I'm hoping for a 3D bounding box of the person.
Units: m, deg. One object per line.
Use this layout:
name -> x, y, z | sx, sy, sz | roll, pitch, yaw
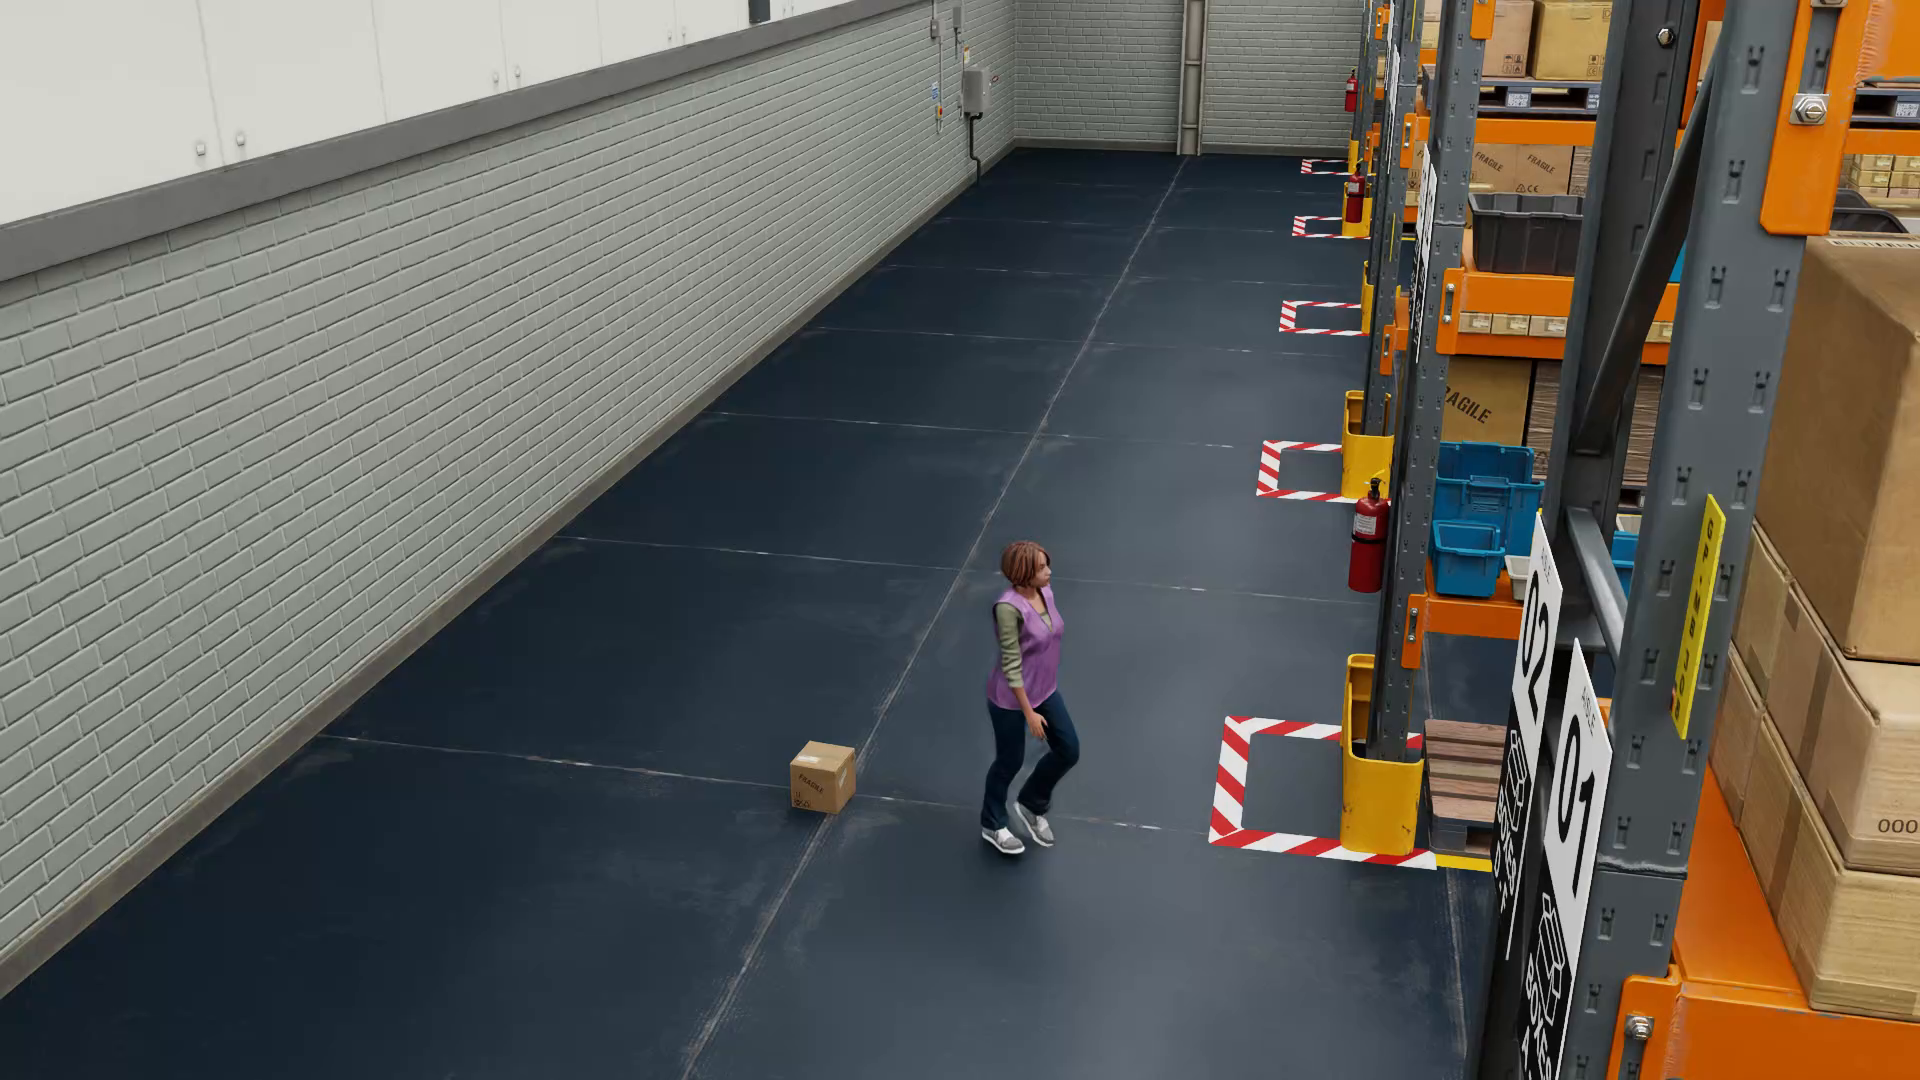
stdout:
person -> 0.304, 0.745, 7.723 | 0.450, 1.613, 0.417 | 17, 27, 35
